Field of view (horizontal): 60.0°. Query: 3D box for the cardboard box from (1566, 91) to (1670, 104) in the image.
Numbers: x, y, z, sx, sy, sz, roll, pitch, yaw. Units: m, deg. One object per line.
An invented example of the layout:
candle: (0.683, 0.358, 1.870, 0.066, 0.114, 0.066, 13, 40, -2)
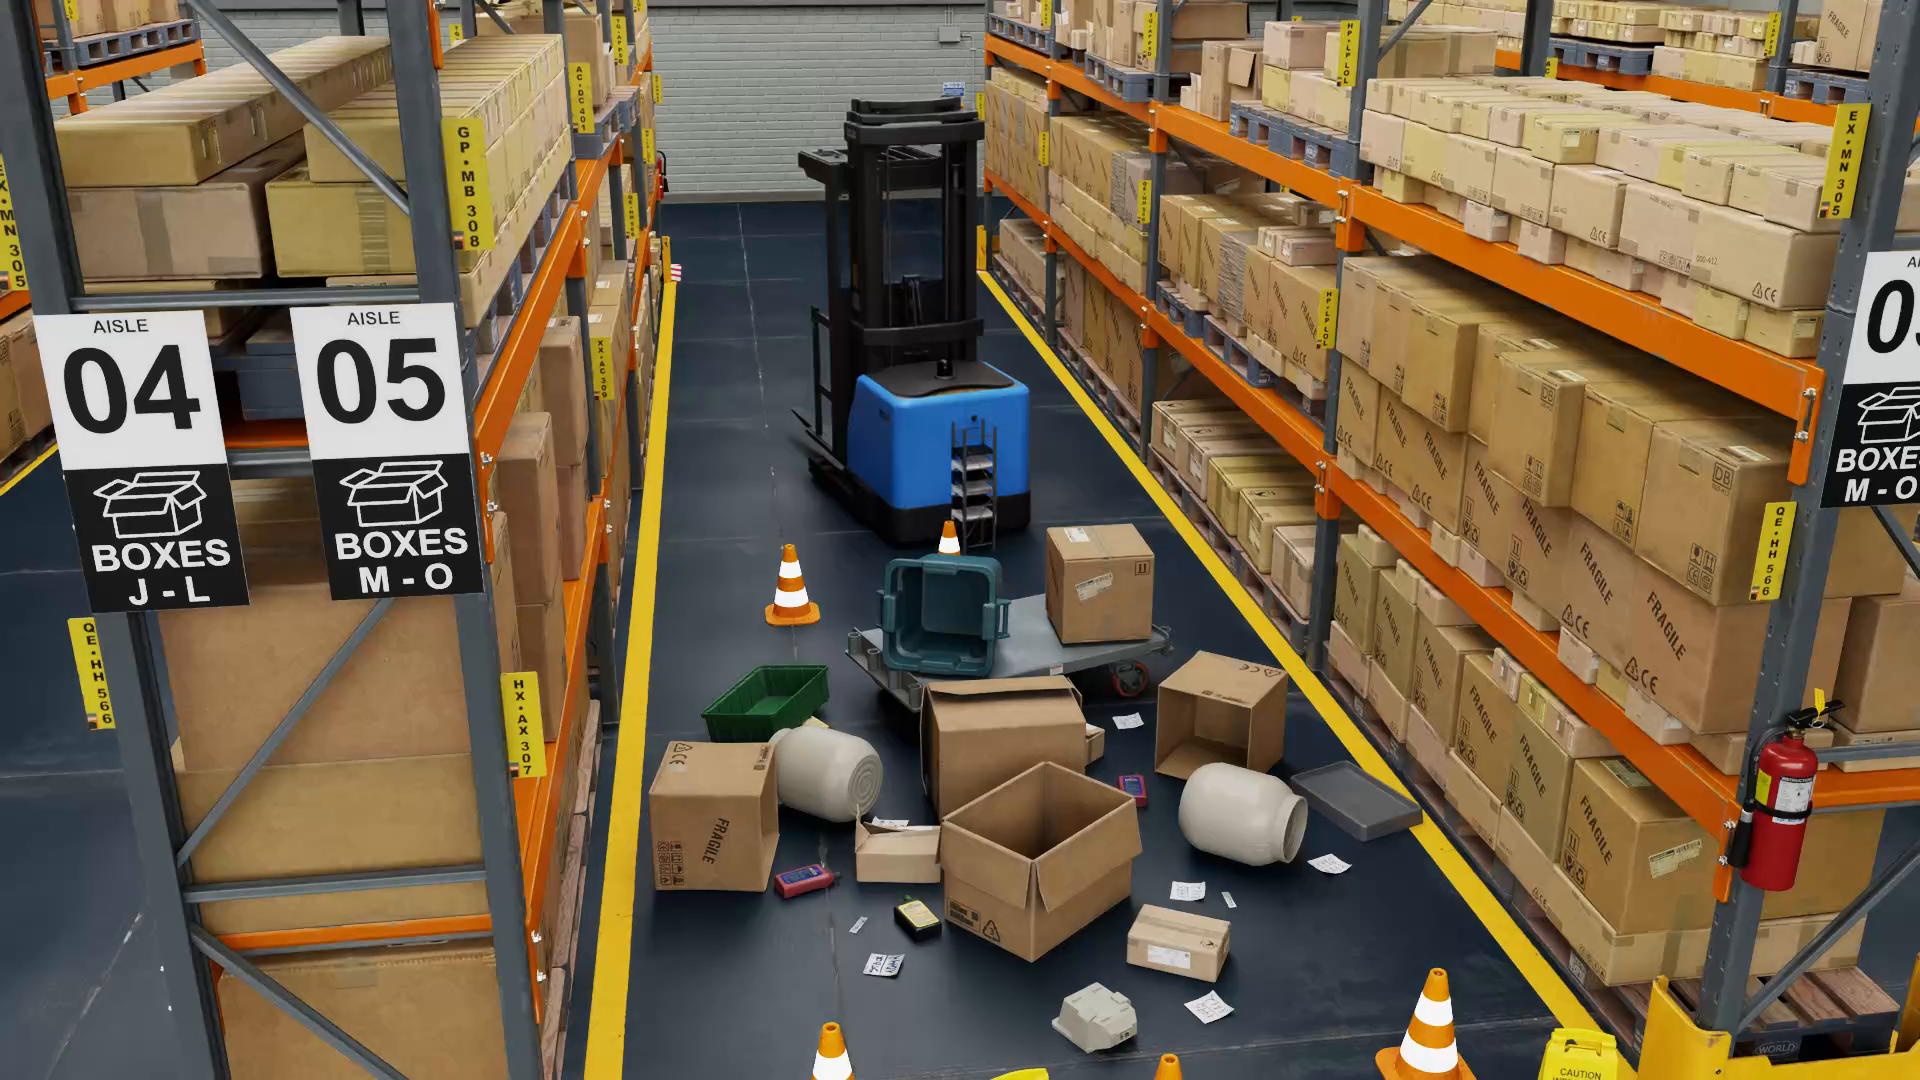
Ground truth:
cardboard box: (3.021, -1.977, 7.655, 0.380, 0.149, 0.250, -2, 21, -6)

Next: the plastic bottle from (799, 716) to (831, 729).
plastic bottle: (-0.821, 1.002, 8.947, 0.133, 0.061, 0.283, -15, 25, -35)

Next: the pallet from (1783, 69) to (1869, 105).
pallet: (7.050, -3.402, 12.520, 1.213, 0.211, 1.003, -2, 21, -5)

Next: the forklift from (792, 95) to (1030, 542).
forklift: (-0.533, -1.837, 12.447, 1.130, 2.935, 3.031, -8, 22, -21)

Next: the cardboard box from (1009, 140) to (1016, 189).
cardboard box: (0.829, -4.177, 18.469, 0.500, 0.500, 0.500, -2, 21, -6)

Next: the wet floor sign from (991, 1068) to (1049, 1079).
wet floor sign: (0.186, 2.004, 5.429, 0.267, 0.644, 0.232, -7, 21, -17)

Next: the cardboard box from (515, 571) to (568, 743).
cardboard box: (-1.933, 0.405, 6.131, 0.875, 0.550, 0.550, -3, 21, -8)

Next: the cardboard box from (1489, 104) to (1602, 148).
cardboard box: (2.494, -1.766, 7.090, 0.380, 0.149, 0.250, -3, 21, -9)

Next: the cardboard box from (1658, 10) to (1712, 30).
cardboard box: (6.335, -4.530, 14.490, 0.380, 0.149, 0.250, -3, 21, -8)

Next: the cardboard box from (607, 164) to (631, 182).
cardboard box: (-3.257, -3.393, 15.421, 0.380, 0.149, 0.250, -2, 21, -5)

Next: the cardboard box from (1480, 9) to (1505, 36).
cardboard box: (5.885, -5.509, 17.680, 0.500, 0.250, 0.500, -4, 21, -10)

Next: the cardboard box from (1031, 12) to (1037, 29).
cardboard box: (0.929, -5.276, 16.885, 0.380, 0.149, 0.250, -2, 21, -6)

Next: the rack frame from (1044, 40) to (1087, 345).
rack frame: (1.376, -3.449, 16.663, 1.000, 3.000, 0.127, -3, 21, -8)

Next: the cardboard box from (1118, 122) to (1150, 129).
cardboard box: (1.771, -3.643, 15.612, 0.500, 0.500, 0.500, -3, 21, -7)

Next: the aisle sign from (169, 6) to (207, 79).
aisle sign: (-8.720, -5.592, 18.685, 0.394, 0.787, 0.004, -3, 21, -8)

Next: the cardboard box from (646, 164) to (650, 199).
cardboard box: (-3.408, -3.705, 16.782, 0.500, 0.500, 0.500, -3, 21, -8)

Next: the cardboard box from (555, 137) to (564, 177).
cardboard box: (-1.910, -1.639, 7.145, 0.380, 0.149, 0.250, -3, 21, -7)

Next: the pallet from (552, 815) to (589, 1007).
pallet: (-2.143, 1.603, 7.124, 1.003, 0.211, 1.213, -3, 21, -8)

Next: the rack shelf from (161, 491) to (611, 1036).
rack shelf: (-2.066, 0.635, 6.757, 1.077, 0.370, 4.000, -3, 21, -8)

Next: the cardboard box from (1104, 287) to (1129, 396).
cardboard box: (1.811, -1.818, 14.732, 0.875, 0.875, 0.875, -3, 21, -7)

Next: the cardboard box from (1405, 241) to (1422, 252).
cardboard box: (5.790, -3.597, 20.031, 0.700, 0.500, 0.500, -2, 21, -6)

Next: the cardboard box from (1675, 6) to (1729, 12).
cardboard box: (6.694, -4.741, 15.025, 0.380, 0.149, 0.250, -2, 21, -6)

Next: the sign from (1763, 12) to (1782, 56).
sign: (6.327, -3.936, 12.942, 0.100, 0.325, 0.005, -3, 21, -8)

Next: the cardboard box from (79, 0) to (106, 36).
cardboard box: (-8.676, -5.099, 15.908, 0.700, 0.500, 0.500, -2, 21, -5)

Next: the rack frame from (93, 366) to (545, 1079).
rack frame: (-1.778, 0.991, 4.777, 1.000, 3.000, 0.127, -3, 21, -8)

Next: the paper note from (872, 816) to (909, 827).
paper note: (-0.348, 1.378, 7.994, 0.172, 0.023, 0.155, 4, 21, 11)

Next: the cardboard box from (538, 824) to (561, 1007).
cardboard box: (-2.070, 1.253, 6.510, 0.875, 0.875, 0.875, -3, 21, -9)

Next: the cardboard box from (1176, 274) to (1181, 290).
cardboard box: (1.823, -1.921, 12.332, 0.380, 0.149, 0.250, -4, 21, -11)

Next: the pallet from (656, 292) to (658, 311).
pallet: (-3.819, -2.512, 18.140, 1.003, 0.211, 1.213, -3, 21, -8)

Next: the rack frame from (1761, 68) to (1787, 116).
rack frame: (6.864, -2.316, 13.629, 1.000, 3.000, 0.127, -3, 21, -8)

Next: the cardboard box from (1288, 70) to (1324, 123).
cardboard box: (2.234, -2.581, 9.666, 0.500, 0.250, 0.500, -3, 21, -7)

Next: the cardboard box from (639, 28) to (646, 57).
cardboard box: (-3.450, -5.027, 16.816, 0.500, 0.250, 0.500, -2, 21, -5)

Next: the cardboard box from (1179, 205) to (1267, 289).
cardboard box: (1.871, -2.099, 11.881, 0.500, 0.500, 0.500, -2, 21, -5)

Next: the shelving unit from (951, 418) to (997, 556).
shelving unit: (0.095, -0.361, 11.397, 0.258, 0.900, 0.210, -8, 22, -21)

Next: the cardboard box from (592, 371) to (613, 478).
cardboard box: (-2.164, -0.637, 8.991, 0.500, 0.500, 0.500, -3, 21, -7)

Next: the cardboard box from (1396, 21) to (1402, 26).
cardboard box: (5.527, -6.251, 20.237, 0.380, 0.149, 0.250, -2, 21, -7)

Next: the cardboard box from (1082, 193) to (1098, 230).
cardboard box: (1.385, -2.916, 14.736, 0.500, 0.250, 0.500, -4, 21, -9)

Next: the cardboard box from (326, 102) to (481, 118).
cardboard box: (-1.546, -1.132, 4.650, 0.380, 0.149, 0.250, -3, 21, -7)

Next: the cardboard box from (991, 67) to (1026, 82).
cardboard box: (0.577, -5.516, 19.699, 0.380, 0.149, 0.250, -2, 21, -7)

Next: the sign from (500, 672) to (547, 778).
sign: (-1.228, 0.522, 4.681, 0.100, 0.325, 0.005, -3, 21, -8)

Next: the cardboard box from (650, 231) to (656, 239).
cardboard box: (-3.757, -3.518, 19.474, 0.380, 0.149, 0.250, -3, 21, -7)

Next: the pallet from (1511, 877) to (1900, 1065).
pallet: (3.013, 1.703, 6.855, 1.003, 0.211, 1.213, -3, 21, -8)

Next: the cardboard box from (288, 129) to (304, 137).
cardboard box: (-2.268, -1.230, 5.480, 0.500, 0.250, 0.500, -3, 21, -8)

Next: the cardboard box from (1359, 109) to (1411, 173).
cardboard box: (2.322, -1.987, 8.251, 0.500, 0.250, 0.500, -3, 21, -9)

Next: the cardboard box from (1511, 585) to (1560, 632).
cardboard box: (2.587, 0.266, 7.077, 0.380, 0.149, 0.250, -3, 21, -8)

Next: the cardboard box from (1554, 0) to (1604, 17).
cardboard box: (6.005, -5.157, 16.139, 0.380, 0.149, 0.250, -3, 21, -7)

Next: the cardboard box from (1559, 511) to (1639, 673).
cardboard box: (2.687, 0.172, 6.400, 0.500, 0.500, 0.500, -3, 21, -8)

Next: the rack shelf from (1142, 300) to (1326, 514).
rack shelf: (2.241, -1.034, 11.227, 1.077, 0.370, 4.000, -3, 21, -8)

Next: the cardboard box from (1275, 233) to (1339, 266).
cardboard box: (2.127, -1.752, 10.025, 0.380, 0.149, 0.250, -4, 21, -9)

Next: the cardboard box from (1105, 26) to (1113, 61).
cardboard box: (1.408, -4.062, 13.610, 0.396, 0.266, 0.258, -3, 21, -9)

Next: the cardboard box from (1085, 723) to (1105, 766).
cardboard box: (0.523, 0.992, 8.680, 0.396, 0.266, 0.258, 17, 27, 39)

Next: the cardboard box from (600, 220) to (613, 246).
cardboard box: (-2.807, -2.308, 12.518, 0.380, 0.149, 0.250, -3, 21, -8)

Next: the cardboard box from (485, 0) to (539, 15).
cardboard box: (-3.335, -3.894, 12.330, 0.396, 0.266, 0.258, -3, 21, -8)

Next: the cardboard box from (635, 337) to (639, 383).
cardboard box: (-2.791, -1.407, 13.097, 0.500, 0.250, 0.500, -4, 21, -10)

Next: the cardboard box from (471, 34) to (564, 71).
cardboard box: (-1.986, -2.188, 7.477, 0.380, 0.149, 0.250, -3, 21, -8)

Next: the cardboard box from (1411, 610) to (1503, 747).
cardboard box: (2.509, 0.643, 7.964, 0.500, 0.500, 0.500, -2, 21, -5)

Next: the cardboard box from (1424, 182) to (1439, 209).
cardboard box: (2.459, -1.672, 7.979, 0.380, 0.149, 0.250, -3, 21, -8)

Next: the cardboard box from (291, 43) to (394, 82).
cardboard box: (-2.564, -1.980, 6.919, 0.380, 0.149, 0.250, -3, 21, -8)

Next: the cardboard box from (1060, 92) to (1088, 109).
cardboard box: (1.086, -4.455, 16.859, 0.380, 0.149, 0.250, -2, 21, -6)
